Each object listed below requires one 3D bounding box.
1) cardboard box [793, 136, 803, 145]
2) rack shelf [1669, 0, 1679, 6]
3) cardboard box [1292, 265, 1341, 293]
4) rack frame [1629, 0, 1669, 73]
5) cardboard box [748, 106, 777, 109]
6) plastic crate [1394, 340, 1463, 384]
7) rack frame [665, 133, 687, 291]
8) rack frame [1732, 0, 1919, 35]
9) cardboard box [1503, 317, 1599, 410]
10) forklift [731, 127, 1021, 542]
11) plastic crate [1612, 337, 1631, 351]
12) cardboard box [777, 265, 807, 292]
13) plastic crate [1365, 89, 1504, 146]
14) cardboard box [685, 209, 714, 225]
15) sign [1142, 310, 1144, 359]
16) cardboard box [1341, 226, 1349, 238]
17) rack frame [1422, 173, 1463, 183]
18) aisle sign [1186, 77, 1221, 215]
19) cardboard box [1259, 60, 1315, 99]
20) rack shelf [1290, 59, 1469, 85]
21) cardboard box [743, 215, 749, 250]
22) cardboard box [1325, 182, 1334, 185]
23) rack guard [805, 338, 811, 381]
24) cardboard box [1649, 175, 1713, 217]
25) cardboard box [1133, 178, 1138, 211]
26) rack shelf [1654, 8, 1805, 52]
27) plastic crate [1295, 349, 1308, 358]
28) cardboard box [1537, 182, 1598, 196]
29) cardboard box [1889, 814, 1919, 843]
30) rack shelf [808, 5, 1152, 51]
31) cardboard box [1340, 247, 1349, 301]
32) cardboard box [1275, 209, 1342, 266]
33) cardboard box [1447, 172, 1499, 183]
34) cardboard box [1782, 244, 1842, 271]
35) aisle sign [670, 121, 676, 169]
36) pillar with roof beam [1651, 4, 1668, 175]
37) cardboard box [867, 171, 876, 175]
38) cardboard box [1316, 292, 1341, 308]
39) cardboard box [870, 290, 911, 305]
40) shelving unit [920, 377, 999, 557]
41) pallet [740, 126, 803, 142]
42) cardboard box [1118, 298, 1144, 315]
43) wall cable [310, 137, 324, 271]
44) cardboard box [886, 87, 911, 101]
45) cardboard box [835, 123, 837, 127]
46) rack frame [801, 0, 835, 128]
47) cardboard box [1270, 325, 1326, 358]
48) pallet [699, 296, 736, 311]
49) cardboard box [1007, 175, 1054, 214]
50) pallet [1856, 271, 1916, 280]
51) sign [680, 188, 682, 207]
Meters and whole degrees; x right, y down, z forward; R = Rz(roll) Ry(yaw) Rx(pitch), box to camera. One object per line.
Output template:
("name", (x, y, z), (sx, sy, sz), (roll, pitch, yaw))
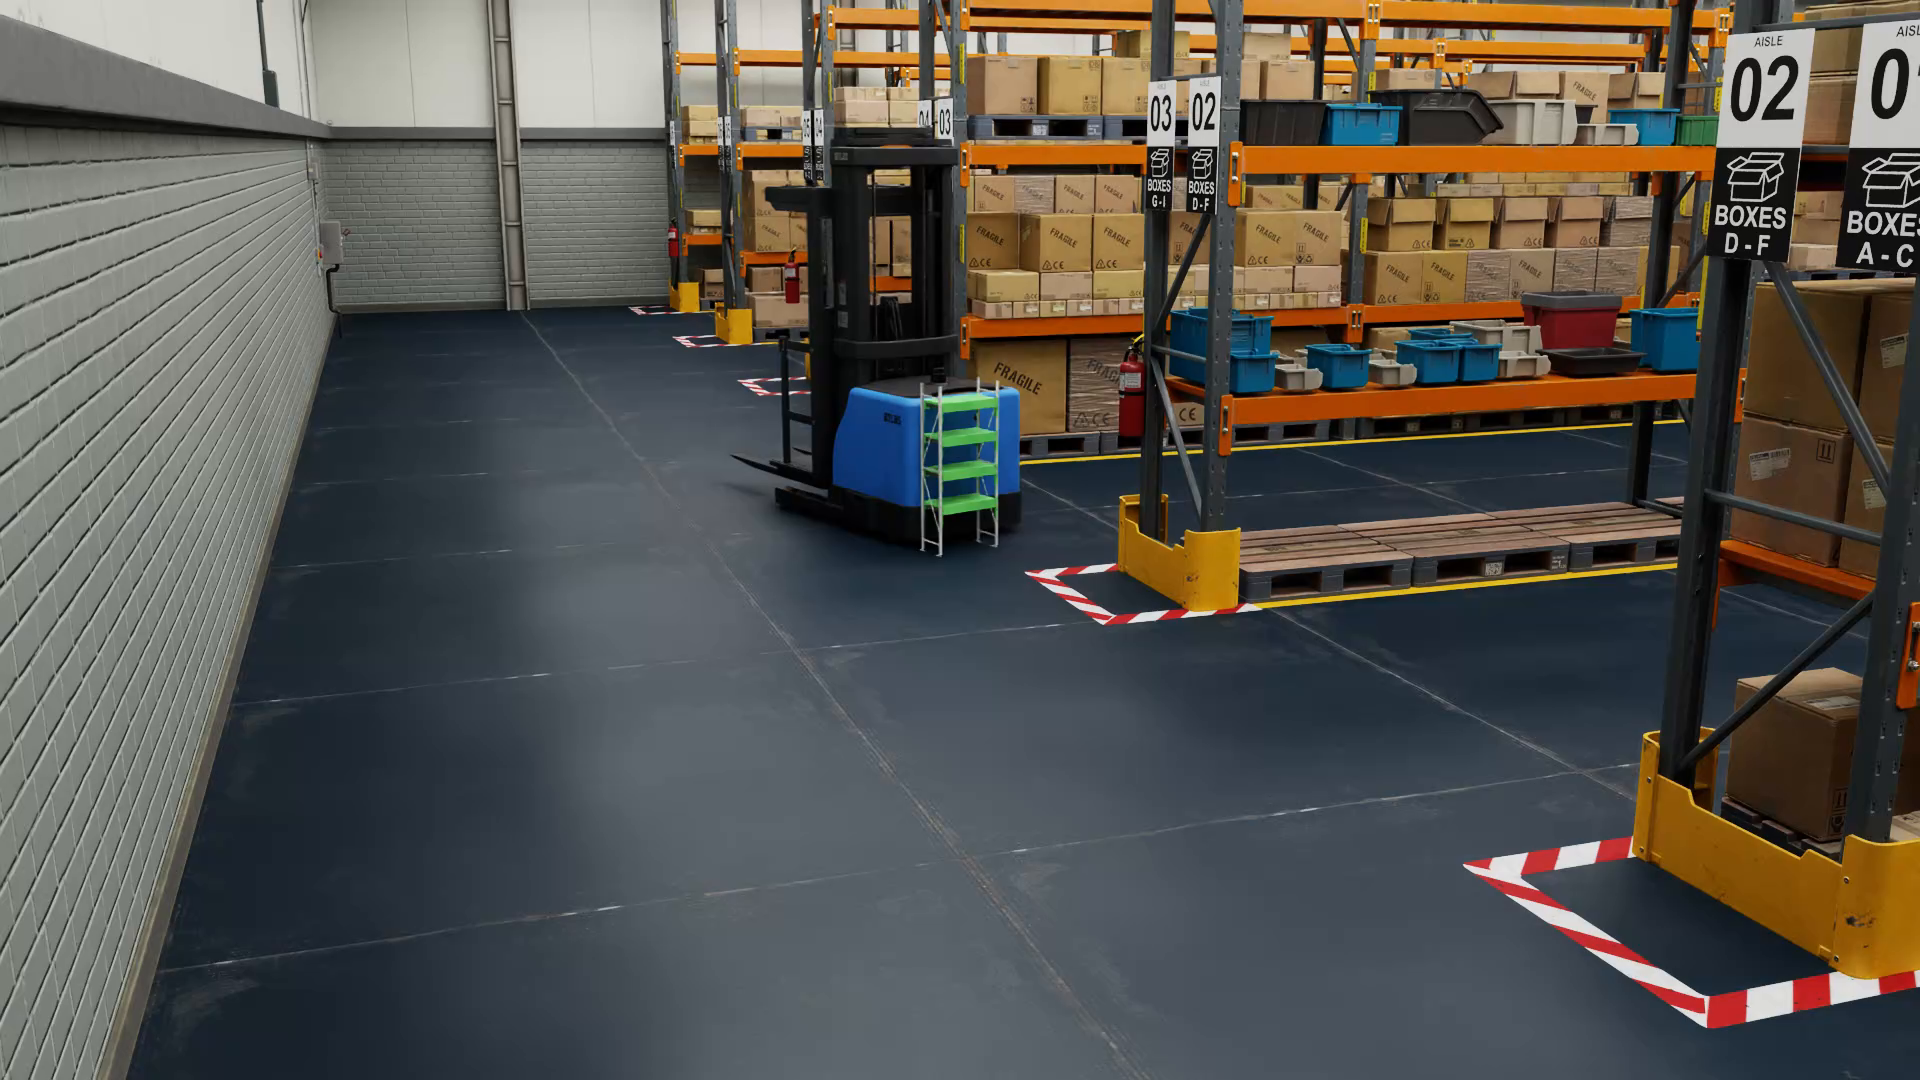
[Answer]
("cardboard box", (-2.809, -6.926, 28.837), (0.250, 0.149, 0.380), (-4, 14, -17))
("rack shelf", (3.319, -3.678, 10.579), (4.000, 0.370, 1.077), (-4, 14, -18))
("cardboard box", (3.300, -2.520, 15.935), (0.500, 0.250, 0.500), (-5, 14, -19))
("rack frame", (11.848, -8.516, 28.497), (0.127, 3.000, 1.000), (-4, 14, -18))
("cardboard box", (-3.443, -7.330, 28.596), (0.500, 0.250, 0.500), (-5, 14, -19))
("plastic crate", (3.010, -1.147, 10.717), (0.300, 0.233, 0.416), (-4, 14, -18))
("rack frame", (-4.903, -5.505, 28.803), (0.127, 3.000, 1.000), (-4, 14, -18))
("rack frame", (3.000, -2.988, 5.260), (0.127, 3.000, 1.000), (-4, 14, -18))
("cardboard box", (5.918, -1.893, 17.305), (0.875, 0.875, 1.225), (-4, 14, -18))
("forklift", (-0.810, -1.701, 12.960), (1.130, 2.935, 3.031), (-9, 16, -35))
("plastic crate", (4.728, -1.350, 11.775), (0.243, 0.136, 0.396), (-4, 14, -18))
("cardboard box", (-2.938, -4.589, 29.447), (0.500, 0.500, 0.500), (-4, 14, -17))
("plastic crate", (2.959, -2.638, 10.403), (0.767, 0.338, 0.504), (-4, 14, -18))
("cardboard box", (-4.552, -5.669, 29.173), (0.500, 0.250, 0.500), (-4, 14, -16))
("sign", (1.233, -1.355, 11.006), (0.005, 0.325, 0.100), (-4, 14, -18))
("cardboard box", (4.879, -3.961, 21.304), (0.250, 0.149, 0.380), (-4, 14, -18))
("rack frame", (8.057, -5.302, 27.951), (0.127, 3.000, 1.000), (-4, 14, -18))
("aisle sign", (1.450, -2.351, 9.926), (0.004, 0.787, 0.394), (-4, 14, -18))
("cardboard box", (2.912, -4.228, 15.614), (0.500, 0.500, 0.700), (-5, 14, -21))
("rack shelf", (6.161, -7.528, 26.765), (4.000, 0.370, 1.077), (-4, 14, -18))
("cardboard box", (-2.944, -4.559, 24.609), (0.500, 0.500, 0.500), (-4, 14, -18))
("cardboard box", (7.080, -6.901, 32.411), (0.250, 0.149, 0.380), (-4, 14, -17))
("rack guard", (-1.570, -2.128, 20.007), (0.348, 0.500, 1.175), (-4, 14, -18))
("cardboard box", (10.092, -4.842, 23.358), (0.550, 0.550, 0.875), (-4, 14, -18))
("cardboard box", (2.420, -5.336, 25.715), (0.500, 0.500, 0.500), (-5, 14, -19))
("rack shelf", (9.322, -5.355, 17.628), (4.000, 0.370, 1.077), (-4, 14, -18))
("plastic crate", (2.418, -1.176, 11.043), (0.243, 0.136, 0.396), (-4, 14, -18))
("cardboard box", (8.296, -4.645, 22.813), (0.500, 0.500, 0.700), (-4, 14, -18))
("cardboard box", (3.506, 1.148, 6.046), (0.250, 0.149, 0.380), (-4, 14, -18))
("rack shelf", (0.253, -6.053, 19.704), (4.000, 0.370, 1.077), (-4, 14, -18))
("cardboard box", (3.991, -2.681, 16.716), (0.500, 0.500, 0.500), (-4, 14, -18))
("cardboard box", (3.285, -2.882, 15.838), (0.500, 0.500, 0.500), (-4, 14, -16))
("cardboard box", (8.543, -5.967, 27.725), (0.500, 0.500, 0.700), (-5, 14, -19))
("cardboard box", (9.088, -3.038, 17.849), (0.500, 0.250, 0.500), (-5, 14, -20))
("aisle sign", (-4.874, -6.700, 28.210), (0.004, 0.787, 0.394), (-4, 14, -18))
("pillar with roof beam", (16.373, -9.249, 31.580), (0.400, 9.000, 9.100), (-4, 14, -18))
("cardboard box", (-1.409, -5.338, 24.322), (0.250, 0.149, 0.380), (-5, 14, -19))
("cardboard box", (3.450, -2.321, 15.963), (0.250, 0.149, 0.380), (-4, 14, -18))
("cardboard box", (-1.003, -3.580, 25.342), (0.875, 0.438, 0.875), (-5, 14, -20))
("shelving unit", (-0.002, -0.520, 11.733), (0.503, 1.200, 0.258), (-9, 16, -35))
("pallet", (-2.617, -5.889, 24.130), (1.213, 0.211, 1.003), (-4, 14, -18))
("cardboard box", (1.503, -2.170, 15.326), (0.250, 0.149, 0.380), (-5, 14, -19))
("wall cable", (-9.117, -4.799, 23.643), (0.122, 1.984, 0.588), (-4, 14, -18))
("cardboard box", (-0.735, -5.154, 19.231), (0.250, 0.149, 0.380), (-4, 14, -18))
("cardboard box", (-1.296, -4.816, 19.750), (0.500, 0.250, 0.500), (-5, 14, -19))
("rack frame", (-1.642, -6.257, 19.000), (0.127, 3.000, 1.000), (-4, 14, -18))
("cardboard box", (2.984, -1.677, 16.397), (0.875, 0.875, 0.875), (-4, 14, -18))
("pallet", (-4.076, -4.213, 29.397), (1.213, 0.211, 1.003), (-4, 14, -18))
("cardboard box", (0.812, -4.145, 20.068), (0.500, 0.500, 0.500), (-4, 14, -17))
("pallet", (10.446, -3.011, 18.732), (1.213, 0.211, 1.003), (-4, 14, -18))
("sign", (-4.730, -5.807, 28.202), (0.005, 0.325, 0.100), (-4, 14, -18))
